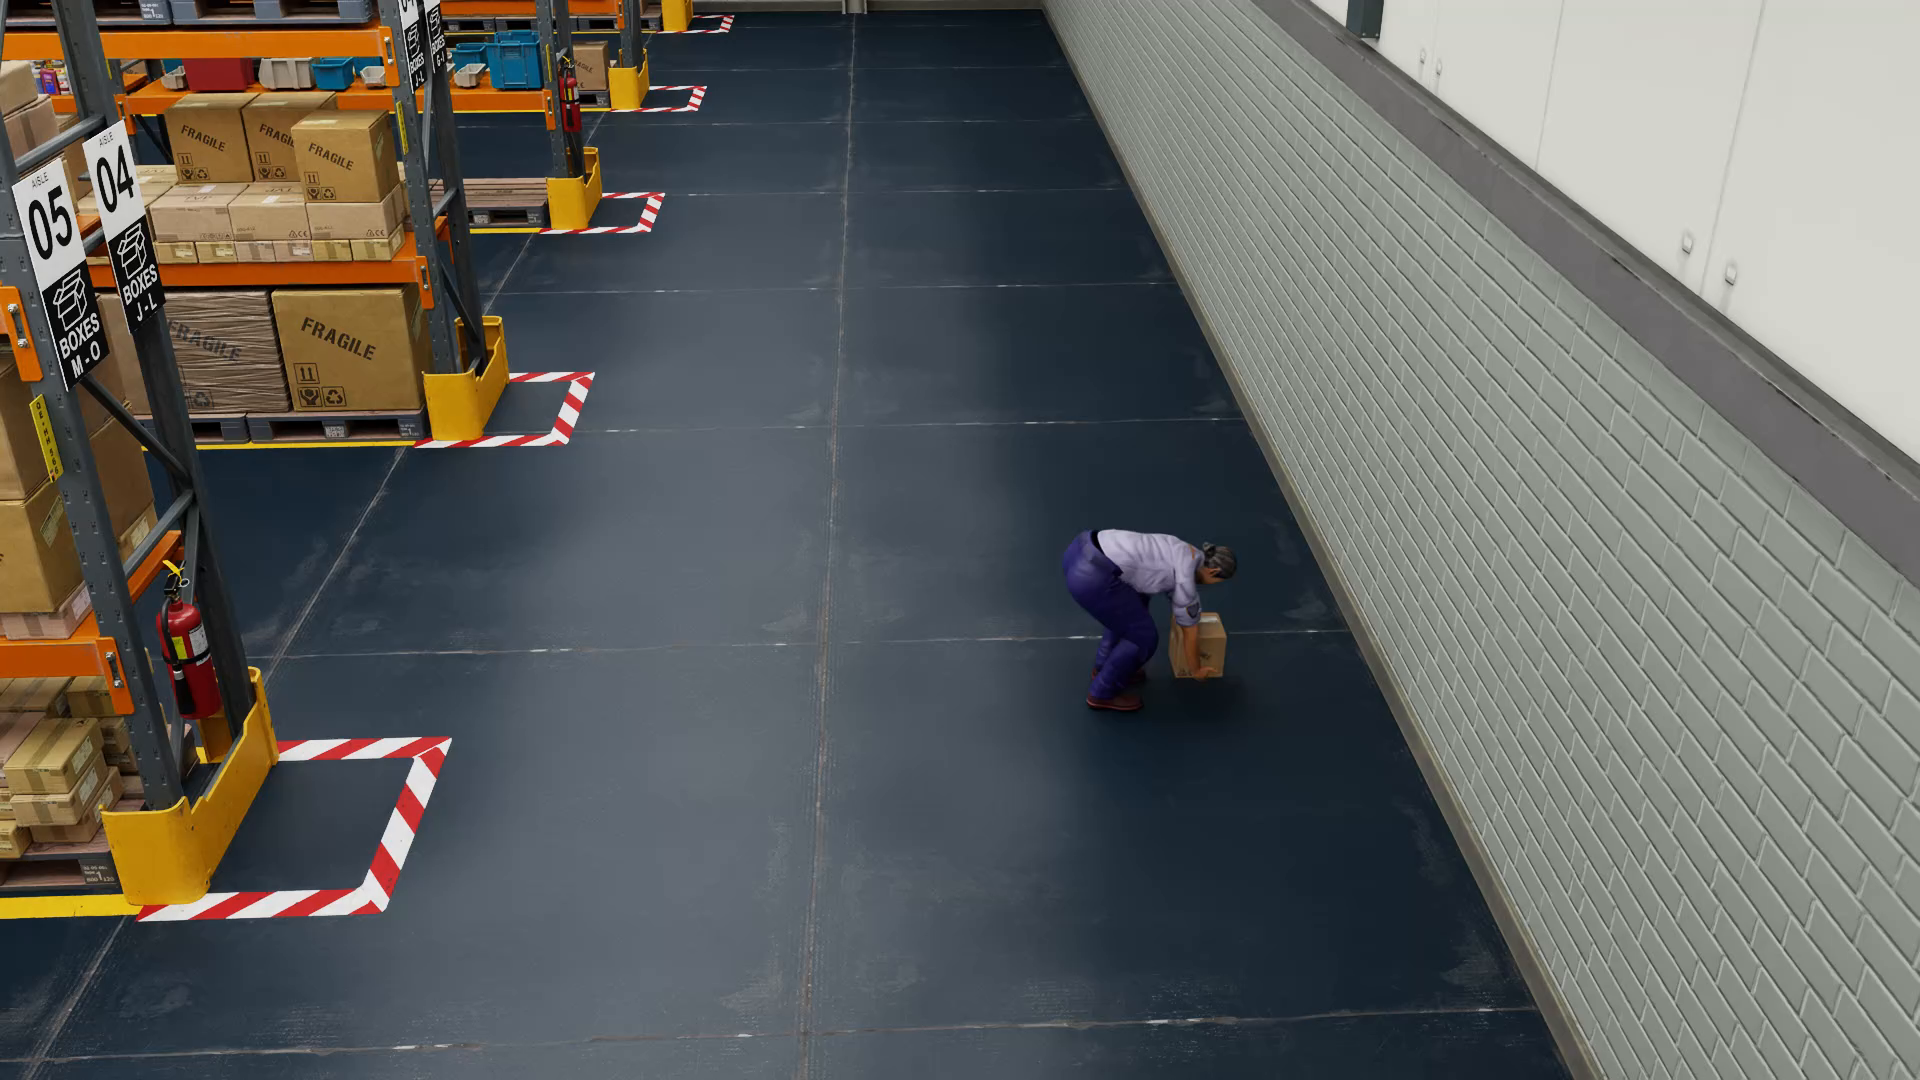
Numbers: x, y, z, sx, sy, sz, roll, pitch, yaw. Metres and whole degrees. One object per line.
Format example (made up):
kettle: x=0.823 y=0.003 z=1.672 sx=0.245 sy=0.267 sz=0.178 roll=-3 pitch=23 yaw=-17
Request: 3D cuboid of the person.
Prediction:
person: x=0.982 y=0.388 z=8.658 sx=0.907 sy=0.945 sz=0.491 roll=-3 pitch=28 yaw=-5
